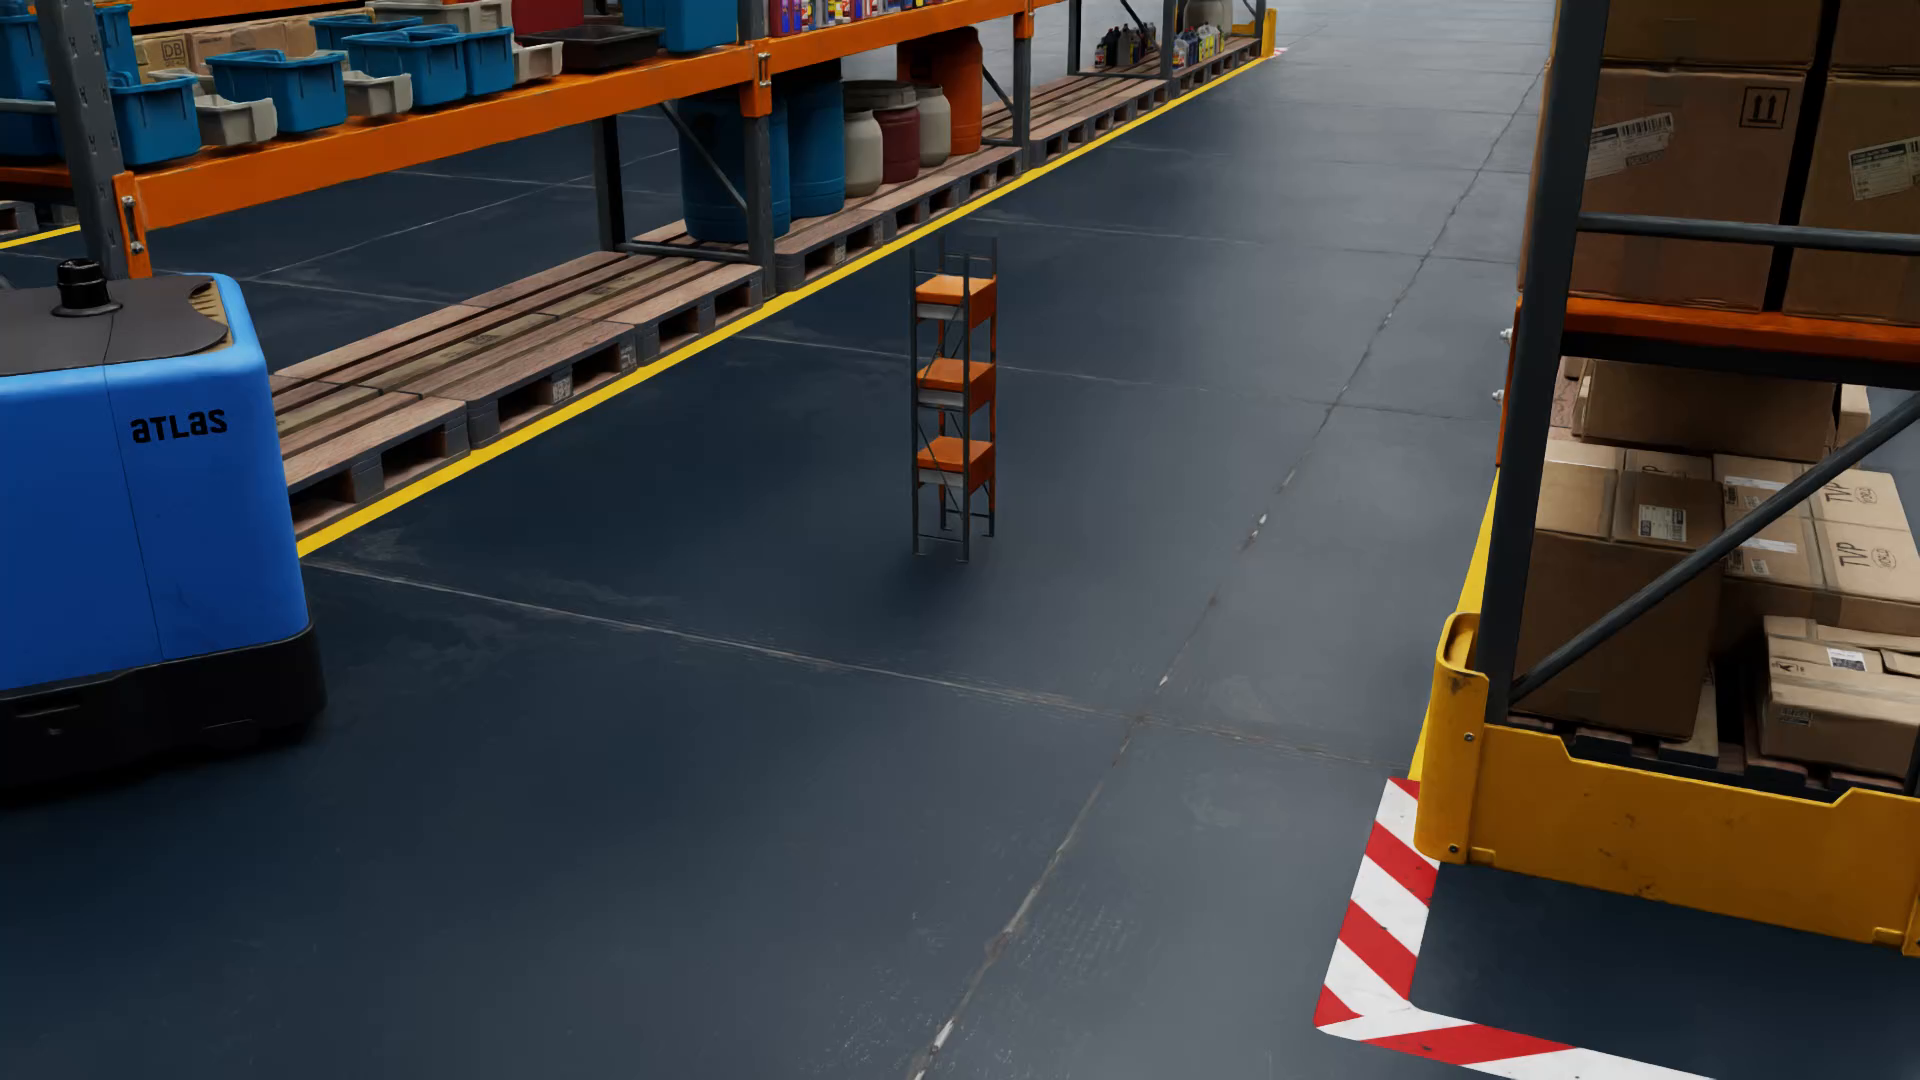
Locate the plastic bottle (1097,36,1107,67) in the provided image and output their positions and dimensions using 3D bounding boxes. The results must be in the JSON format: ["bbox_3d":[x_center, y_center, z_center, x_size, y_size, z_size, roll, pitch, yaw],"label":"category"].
[{"bbox_3d":[1.382,-4.760,16.207,0.061,0.283,0.133,10,25,23],"label":"plastic bottle"}]

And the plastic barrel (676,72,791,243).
[{"bbox_3d":[-1.245,-2.146,9.173,0.600,0.901,0.708,9,24,20],"label":"plastic barrel"}]

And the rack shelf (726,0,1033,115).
[{"bbox_3d":[-0.720,-3.112,10.241,1.077,0.370,4.000,9,24,20],"label":"rack shelf"}]

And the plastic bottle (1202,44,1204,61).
[{"bbox_3d":[2.391,-4.898,16.643,0.097,0.201,0.097,0,23,0],"label":"plastic bottle"}]

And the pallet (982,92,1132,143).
[{"bbox_3d":[0.802,-3.579,14.046,1.003,0.211,1.213,9,24,20],"label":"pallet"}]

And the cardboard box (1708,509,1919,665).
[{"bbox_3d":[2.300,0.147,4.504,0.500,0.250,0.500,9,24,20],"label":"cardboard box"}]

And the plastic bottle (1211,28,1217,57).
[{"bbox_3d":[2.549,-5.113,17.061,0.152,0.276,0.135,8,24,19],"label":"plastic bottle"}]

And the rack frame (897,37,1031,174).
[{"bbox_3d":[0.023,-4.159,11.816,1.000,3.000,0.127,9,24,20],"label":"rack frame"}]

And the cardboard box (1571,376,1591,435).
[{"bbox_3d":[2.466,-0.483,6.120,0.380,0.166,0.250,9,24,20],"label":"cardboard box"}]

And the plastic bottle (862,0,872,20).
[{"bbox_3d":[-0.593,-3.113,9.472,0.152,0.276,0.135,9,24,20],"label":"plastic bottle"}]

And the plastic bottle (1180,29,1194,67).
[{"bbox_3d":[2.194,-4.801,16.218,0.144,0.351,0.185,9,24,21],"label":"plastic bottle"}]

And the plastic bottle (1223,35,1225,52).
[{"bbox_3d":[2.720,-5.214,17.401,0.097,0.201,0.097,0,23,0],"label":"plastic bottle"}]

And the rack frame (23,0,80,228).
[{"bbox_3d":[-6.061,-3.437,10.087,1.000,3.000,0.127,9,24,20],"label":"rack frame"}]

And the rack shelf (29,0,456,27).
[{"bbox_3d":[-5.318,-3.821,11.939,1.077,0.370,4.000,9,24,20],"label":"rack shelf"}]

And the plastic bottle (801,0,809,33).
[{"bbox_3d":[-0.855,-2.798,8.815,0.097,0.201,0.097,0,23,0],"label":"plastic bottle"}]

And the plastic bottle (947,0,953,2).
[{"bbox_3d":[-0.093,-3.532,10.571,0.097,0.201,0.097,0,23,0],"label":"plastic bottle"}]

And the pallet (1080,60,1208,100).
[{"bbox_3d":[1.797,-4.539,16.342,1.003,0.211,1.213,9,24,20],"label":"pallet"}]

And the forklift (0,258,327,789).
[{"bbox_3d":[-3.267,-0.742,3.725,3.031,2.935,1.130,-11,25,-24],"label":"forklift"}]

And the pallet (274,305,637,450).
[{"bbox_3d":[-2.151,-0.735,7.235,1.003,0.211,1.213,9,24,20],"label":"pallet"}]

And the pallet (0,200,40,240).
[{"bbox_3d":[-6.416,-1.889,10.000,1.003,0.211,1.213,9,24,20],"label":"pallet"}]

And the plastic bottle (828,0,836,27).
[{"bbox_3d":[-0.732,-2.948,9.083,0.097,0.271,0.097,0,23,0],"label":"plastic bottle"}]

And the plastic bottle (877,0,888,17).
[{"bbox_3d":[-0.507,-3.196,9.671,0.152,0.276,0.135,9,24,20],"label":"plastic bottle"}]

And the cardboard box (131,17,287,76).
[{"bbox_3d":[-5.511,-3.202,11.736,1.225,0.875,0.875,8,24,18],"label":"cardboard box"}]

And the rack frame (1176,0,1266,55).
[{"bbox_3d":[2.995,-7.022,18.670,1.000,3.000,0.127,9,24,20],"label":"rack frame"}]

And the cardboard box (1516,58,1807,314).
[{"bbox_3d":[1.563,-0.831,3.719,0.500,0.500,0.500,10,25,22],"label":"cardboard box"}]

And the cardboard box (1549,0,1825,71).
[{"bbox_3d":[1.559,-1.292,3.525,0.500,0.500,0.500,9,24,20],"label":"cardboard box"}]

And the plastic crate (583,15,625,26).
[{"bbox_3d":[-1.768,-2.488,8.079,0.396,0.136,0.243,9,24,20],"label":"plastic crate"}]

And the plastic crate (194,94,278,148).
[{"bbox_3d":[-2.355,-1.347,5.347,0.250,0.136,0.298,9,24,20],"label":"plastic crate"}]

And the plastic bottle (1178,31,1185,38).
[{"bbox_3d":[2.275,-4.998,16.788,0.152,0.276,0.135,9,24,20],"label":"plastic bottle"}]

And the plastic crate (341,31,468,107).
[{"bbox_3d":[-2.062,-1.759,6.210,0.416,0.233,0.300,9,24,20],"label":"plastic crate"}]

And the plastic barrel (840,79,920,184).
[{"bbox_3d":[-0.562,-2.659,10.807,0.600,0.588,0.708,9,24,20],"label":"plastic barrel"}]

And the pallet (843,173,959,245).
[{"bbox_3d":[-0.685,-2.150,10.622,1.003,0.211,1.213,9,24,20],"label":"pallet"}]

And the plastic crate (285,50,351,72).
[{"bbox_3d":[-2.519,-1.834,6.513,0.298,0.136,0.250,9,24,20],"label":"plastic crate"}]

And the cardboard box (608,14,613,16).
[{"bbox_3d":[-3.740,-4.765,15.937,0.700,0.500,0.500,7,24,15],"label":"cardboard box"}]

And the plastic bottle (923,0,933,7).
[{"bbox_3d":[-0.253,-3.471,10.232,0.144,0.351,0.185,9,24,20],"label":"plastic bottle"}]

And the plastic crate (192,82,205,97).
[{"bbox_3d":[-2.813,-1.520,5.762,0.396,0.136,0.243,9,24,20],"label":"plastic crate"}]

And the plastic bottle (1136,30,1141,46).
[{"bbox_3d":[1.777,-4.991,16.760,0.061,0.283,0.133,9,24,20],"label":"plastic bottle"}]

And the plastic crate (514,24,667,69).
[{"bbox_3d":[-1.629,-2.190,7.380,0.437,0.125,0.590,9,24,20],"label":"plastic crate"}]

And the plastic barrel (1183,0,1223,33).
[{"bbox_3d":[2.635,-5.642,18.049,0.421,0.512,0.421,0,23,0],"label":"plastic barrel"}]

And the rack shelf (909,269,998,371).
[{"bbox_3d":[-0.020,-0.717,5.397,0.215,0.259,0.240,9,24,20],"label":"rack shelf"}]

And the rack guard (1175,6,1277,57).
[{"bbox_3d":[3.010,-5.835,19.070,1.175,0.500,0.348,9,24,20],"label":"rack guard"}]

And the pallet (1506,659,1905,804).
[{"bbox_3d":[1.973,0.388,4.547,1.003,0.211,1.213,9,24,20],"label":"pallet"}]

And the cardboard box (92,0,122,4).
[{"bbox_3d":[-5.658,-3.612,10.376,0.500,0.500,0.500,9,24,20],"label":"cardboard box"}]

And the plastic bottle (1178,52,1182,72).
[{"bbox_3d":[2.072,-4.590,15.907,0.097,0.201,0.097,0,23,0],"label":"plastic bottle"}]

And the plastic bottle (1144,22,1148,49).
[{"bbox_3d":[1.931,-5.289,17.474,0.061,0.283,0.133,9,24,21],"label":"plastic bottle"}]

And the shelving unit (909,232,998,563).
[{"bbox_3d":[-0.020,-0.465,5.502,0.215,1.050,0.252,9,24,20],"label":"shelving unit"}]

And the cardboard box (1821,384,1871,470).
[{"bbox_3d":[2.908,-0.467,5.894,0.500,0.311,0.500,9,24,20],"label":"cardboard box"}]

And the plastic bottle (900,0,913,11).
[{"bbox_3d":[-0.371,-3.357,9.959,0.144,0.351,0.185,9,24,20],"label":"plastic bottle"}]
